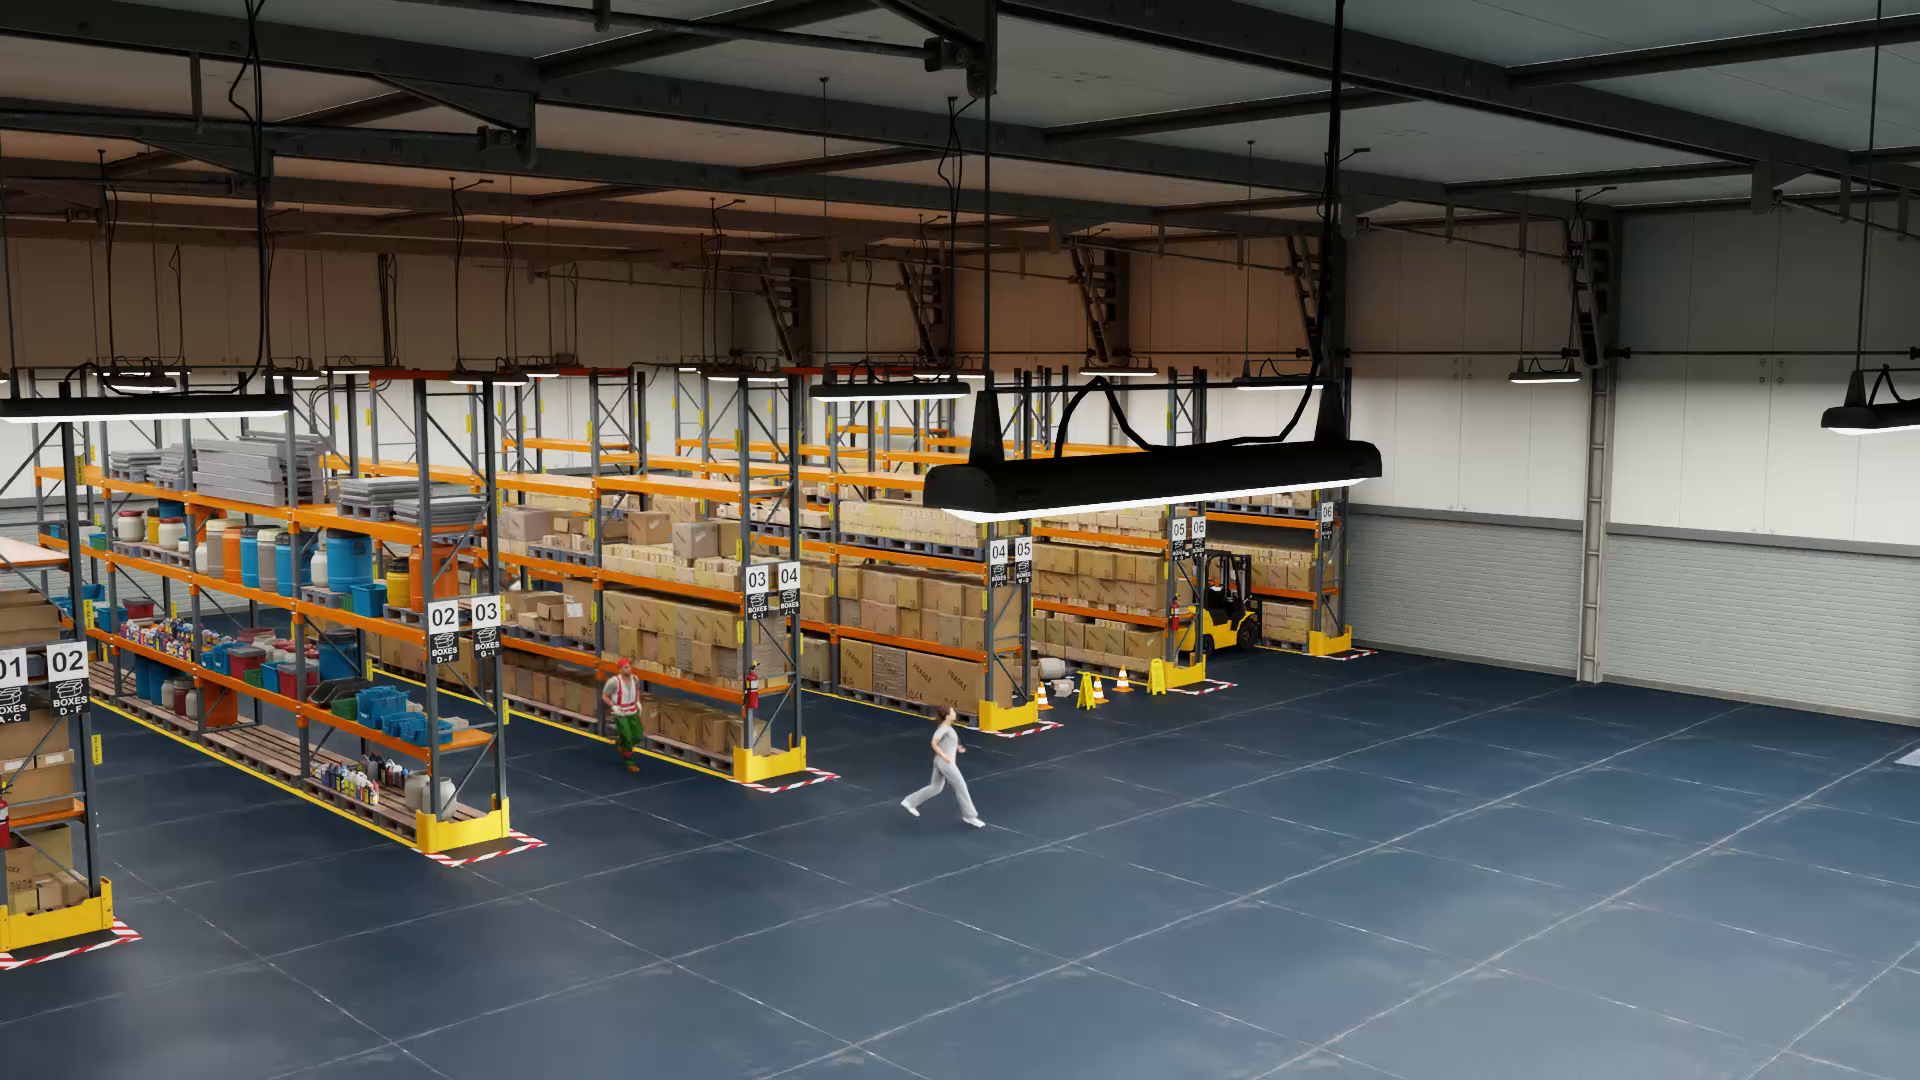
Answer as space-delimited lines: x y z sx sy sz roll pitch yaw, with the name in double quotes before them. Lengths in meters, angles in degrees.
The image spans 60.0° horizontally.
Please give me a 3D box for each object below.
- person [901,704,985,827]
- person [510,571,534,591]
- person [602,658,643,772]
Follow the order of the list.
"person" -0.233 3.012 22.183 1.126 1.676 0.535 -1 7 -13
"person" -9.503 1.462 36.169 0.614 1.629 0.575 -5 8 -40
"person" -5.118 2.631 25.217 0.678 1.740 0.593 -6 9 -43
